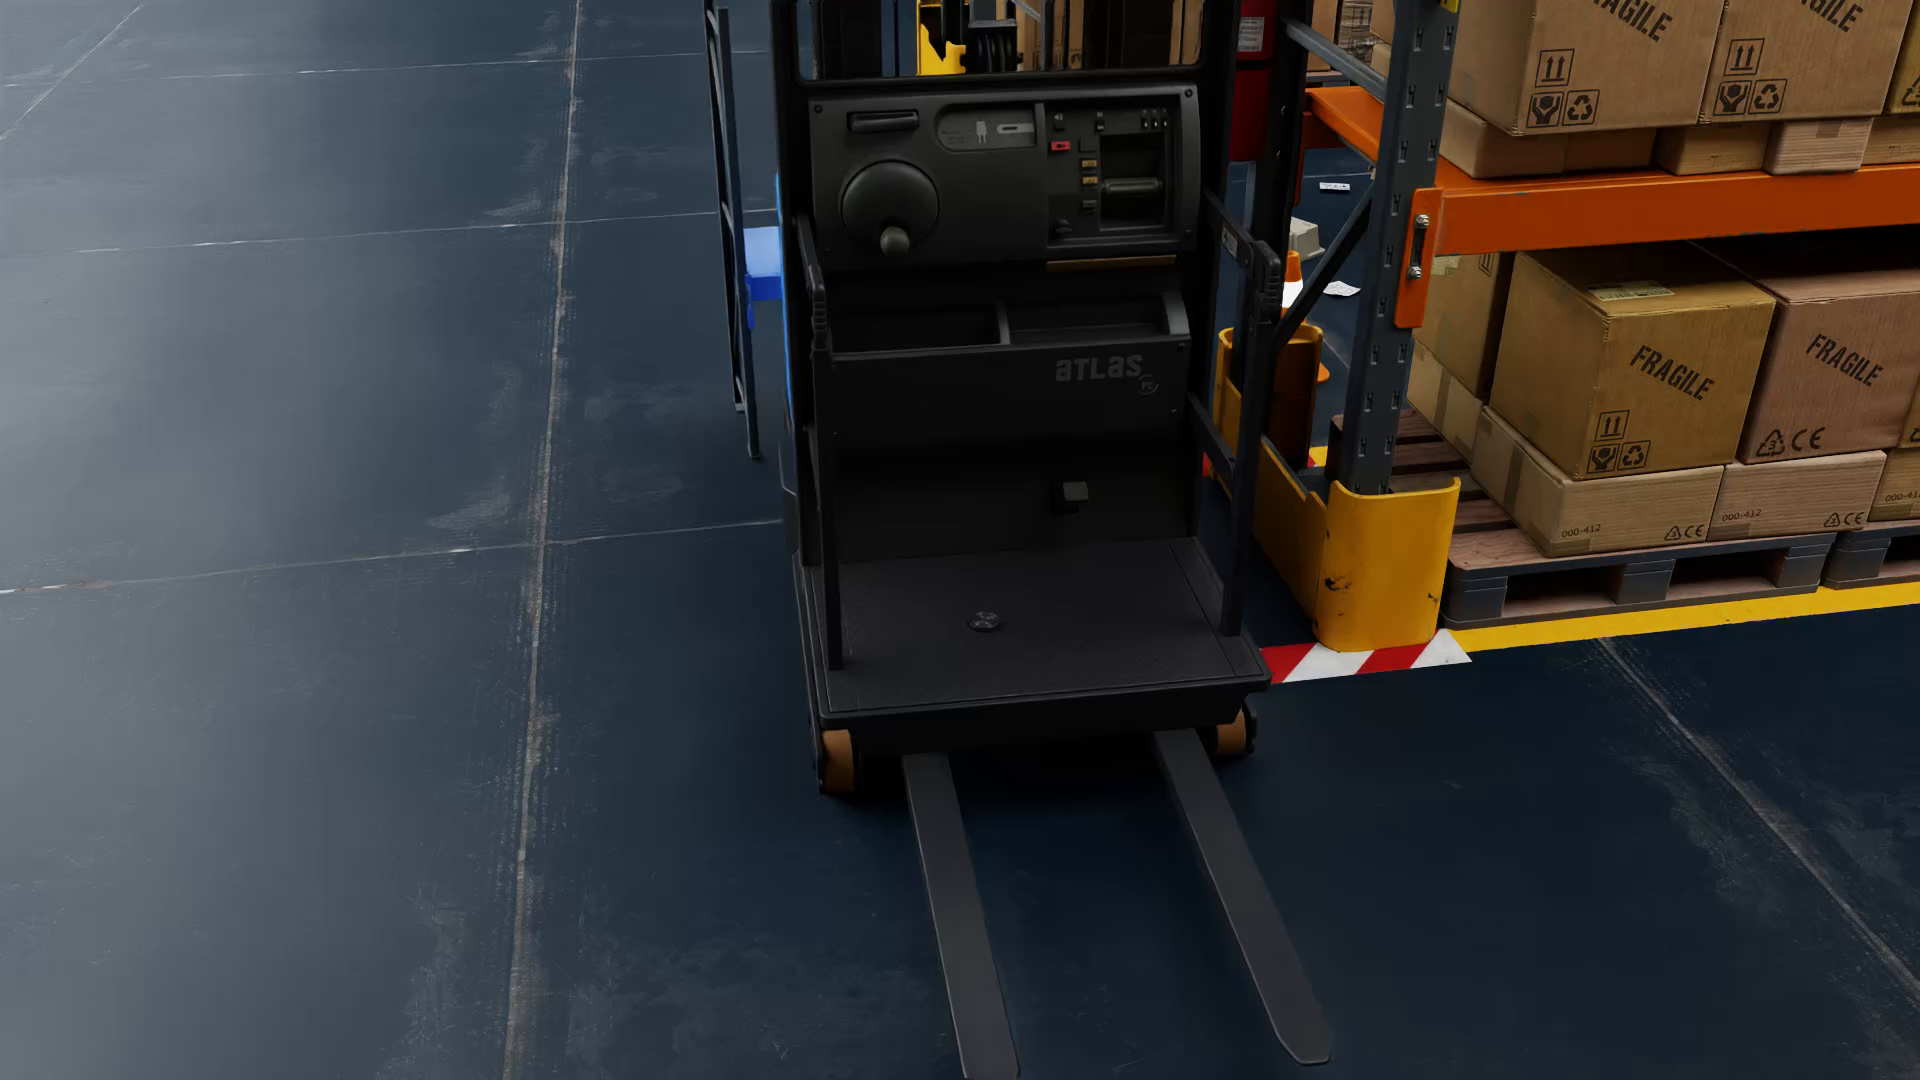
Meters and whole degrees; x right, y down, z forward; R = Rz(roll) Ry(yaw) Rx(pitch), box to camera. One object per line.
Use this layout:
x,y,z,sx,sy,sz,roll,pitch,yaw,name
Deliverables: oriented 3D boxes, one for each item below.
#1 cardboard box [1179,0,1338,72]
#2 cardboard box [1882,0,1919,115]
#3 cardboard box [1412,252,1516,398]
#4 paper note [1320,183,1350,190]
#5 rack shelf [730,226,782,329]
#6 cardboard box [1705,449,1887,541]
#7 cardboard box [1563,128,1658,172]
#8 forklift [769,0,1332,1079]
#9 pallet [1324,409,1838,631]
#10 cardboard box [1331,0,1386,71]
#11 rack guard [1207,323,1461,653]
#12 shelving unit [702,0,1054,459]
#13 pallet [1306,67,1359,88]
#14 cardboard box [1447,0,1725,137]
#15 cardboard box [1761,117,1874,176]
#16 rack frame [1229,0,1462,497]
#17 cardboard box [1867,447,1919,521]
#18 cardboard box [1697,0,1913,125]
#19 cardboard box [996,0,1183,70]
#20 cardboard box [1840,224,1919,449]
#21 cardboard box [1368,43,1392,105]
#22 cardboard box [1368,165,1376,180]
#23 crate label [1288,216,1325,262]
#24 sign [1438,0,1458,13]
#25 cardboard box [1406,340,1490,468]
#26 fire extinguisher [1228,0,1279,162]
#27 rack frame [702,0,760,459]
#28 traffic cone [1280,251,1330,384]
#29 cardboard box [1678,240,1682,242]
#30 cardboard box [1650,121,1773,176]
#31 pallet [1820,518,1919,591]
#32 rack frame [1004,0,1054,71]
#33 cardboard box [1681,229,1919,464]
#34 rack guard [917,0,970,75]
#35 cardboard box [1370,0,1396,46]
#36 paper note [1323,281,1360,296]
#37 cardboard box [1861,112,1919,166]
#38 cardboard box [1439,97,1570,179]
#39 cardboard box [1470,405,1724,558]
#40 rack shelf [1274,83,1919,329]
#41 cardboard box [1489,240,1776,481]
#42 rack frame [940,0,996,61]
1.558,-3.169,9.362,0.875,0.875,0.875,-6,31,-10,cardboard box
2.554,-1.441,4.350,0.500,0.500,0.500,-6,31,-10,cardboard box
1.770,-0.791,5.195,0.500,0.500,0.500,-5,31,-9,cardboard box
1.845,-1.740,8.181,0.142,0.017,0.144,5,31,8,paper note
-0.268,-0.955,5.737,1.000,0.185,0.538,-7,30,-12,rack shelf
2.375,-0.243,5.003,0.500,0.250,0.500,-4,31,-7,cardboard box
1.646,-1.119,4.441,0.250,0.149,0.380,-5,31,-8,cardboard box
0.146,-0.821,3.755,1.130,2.935,3.031,-4,31,-7,forklift
1.909,-0.131,5.264,1.213,0.211,1.003,-5,31,-9,pallet
2.455,-3.251,9.502,0.875,0.875,0.875,-5,31,-9,cardboard box
1.103,-0.199,5.094,0.348,0.500,1.175,-5,31,-9,rack guard
-0.269,-1.112,5.650,1.048,1.500,0.538,-7,30,-12,shelving unit
2.008,-2.747,9.714,1.213,0.211,1.003,-5,31,-9,pallet
1.545,-1.345,4.187,0.500,0.500,0.500,-6,31,-10,cardboard box
2.179,-1.103,4.414,0.250,0.149,0.380,-5,31,-8,cardboard box
1.029,-1.269,4.449,0.127,3.000,1.000,-5,31,-9,rack frame
2.910,-0.300,5.099,0.500,0.250,0.500,-3,31,-6,cardboard box
2.053,-1.394,4.270,0.500,0.500,0.500,-4,31,-7,cardboard box
0.693,-3.088,9.224,0.875,0.875,0.875,-5,31,-9,cardboard box
2.904,-0.618,4.900,0.500,0.500,0.500,-5,31,-8,cardboard box
1.358,-1.302,4.752,0.250,0.149,0.380,-4,31,-7,cardboard box
2.300,-1.616,7.501,0.797,0.503,0.637,23,37,33,cardboard box
1.447,-1.343,7.398,0.298,0.136,0.250,-23,38,-34,crate label
1.127,-1.372,3.770,0.005,0.325,0.100,-5,31,-9,sign
1.799,-0.475,5.397,0.500,0.250,0.500,-5,31,-9,cardboard box
0.833,-1.455,4.842,0.183,0.674,0.296,-5,31,-9,fire extinguisher
-0.764,-1.051,5.547,0.032,1.500,0.500,-7,30,-12,rack frame
1.219,-0.858,6.253,0.334,0.463,0.336,-5,31,-9,traffic cone
2.282,-0.841,5.279,0.500,0.500,0.500,-4,31,-7,cardboard box
1.921,-1.103,4.414,0.250,0.149,0.380,-6,31,-11,cardboard box
3.106,-0.240,5.450,1.213,0.211,1.003,-5,31,-9,pallet
0.225,-1.172,5.752,0.032,1.500,0.500,-7,30,-12,rack frame
2.409,-0.576,4.829,0.500,0.500,0.500,-6,31,-11,cardboard box
0.014,-2.648,9.260,0.348,0.500,1.175,-5,31,-9,rack guard
1.513,-1.627,4.666,0.500,0.500,0.500,-6,31,-10,cardboard box
1.600,-1.068,7.036,0.142,0.019,0.148,-17,34,-26,paper note
2.428,-1.143,4.483,0.250,0.149,0.380,-5,31,-8,cardboard box
1.400,-1.089,4.390,0.250,0.149,0.380,-5,31,-9,cardboard box
1.872,-0.201,4.930,0.500,0.250,0.500,-6,31,-9,cardboard box
2.996,-1.142,4.942,4.000,0.370,1.077,-5,31,-9,rack shelf
1.895,-0.526,4.744,0.500,0.500,0.500,-6,31,-11,cardboard box
0.038,-3.728,8.631,0.127,3.000,1.000,-5,31,-9,rack frame
